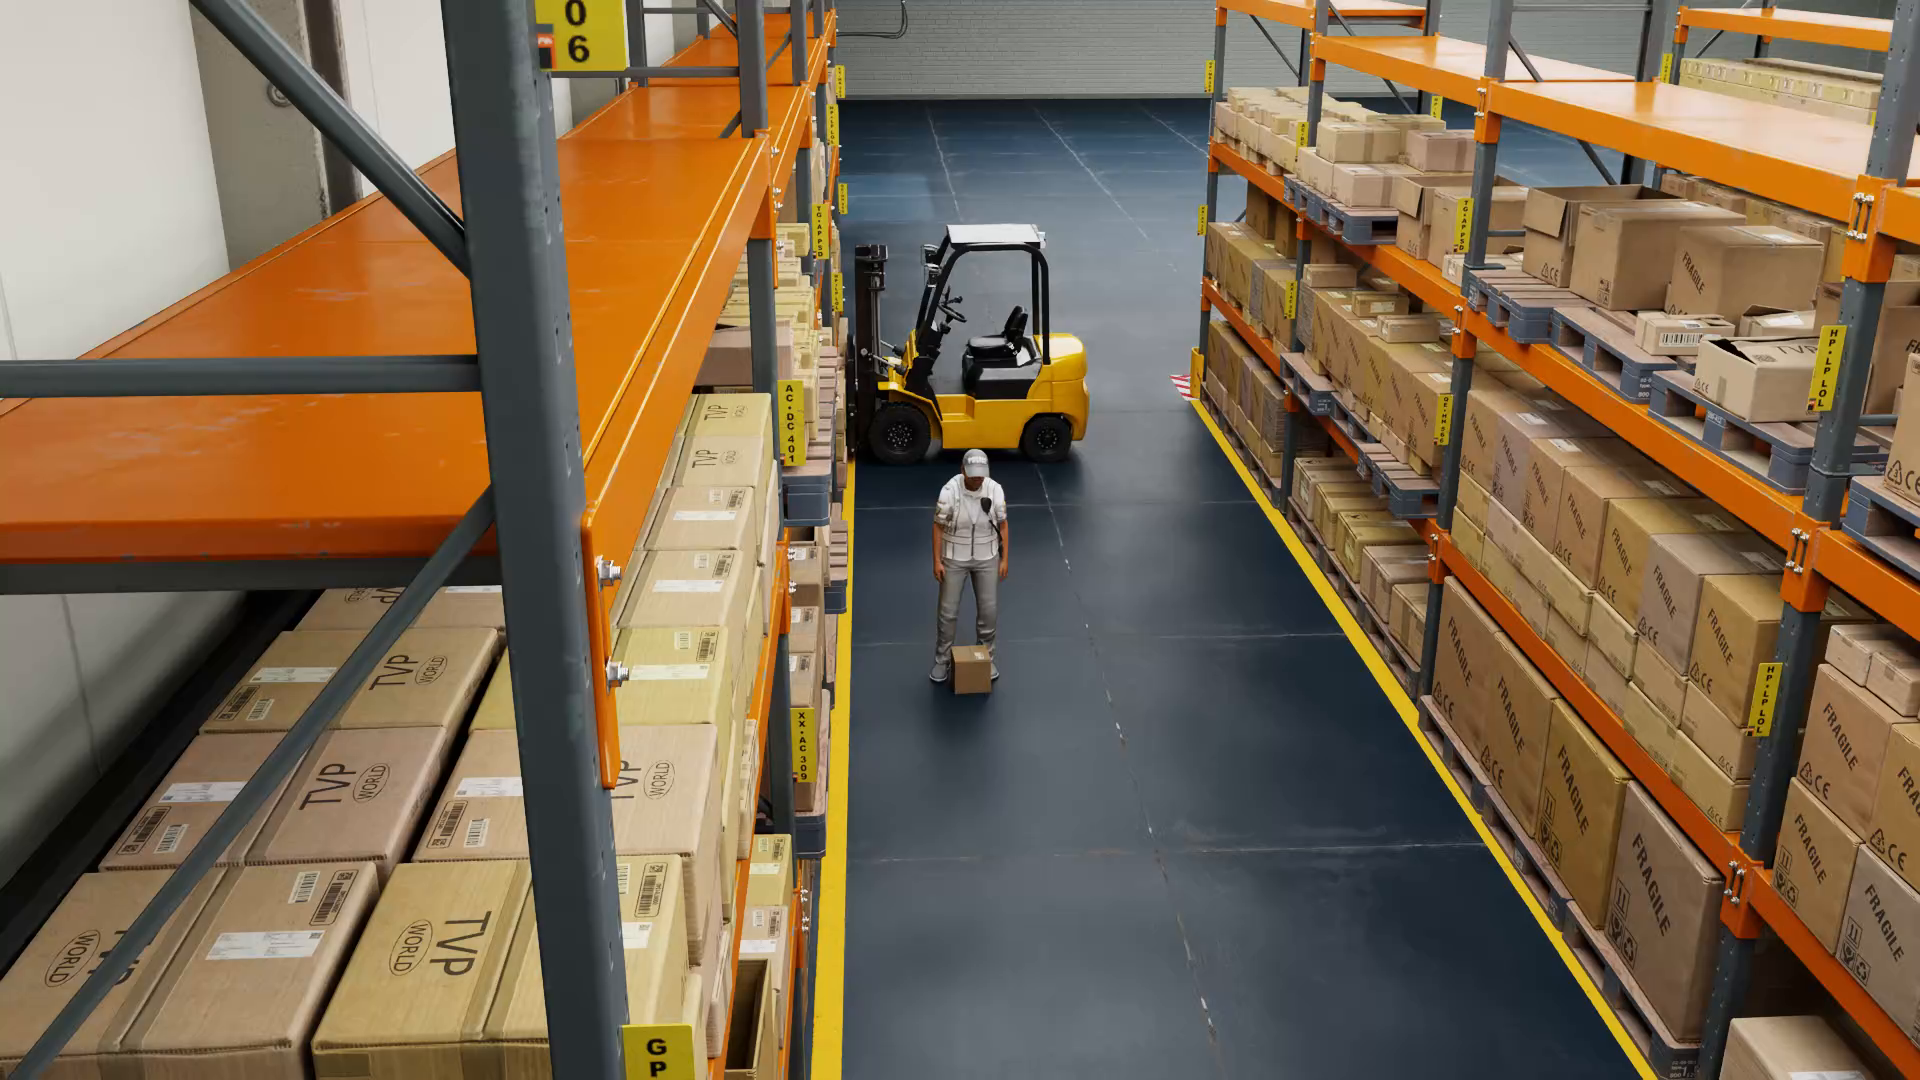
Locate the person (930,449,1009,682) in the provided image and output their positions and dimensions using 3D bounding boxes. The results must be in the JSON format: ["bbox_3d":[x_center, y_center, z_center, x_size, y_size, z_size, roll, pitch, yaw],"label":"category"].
[{"bbox_3d":[0.061,0.157,11.466,0.564,1.667,0.464,-2,21,-6],"label":"person"}]
